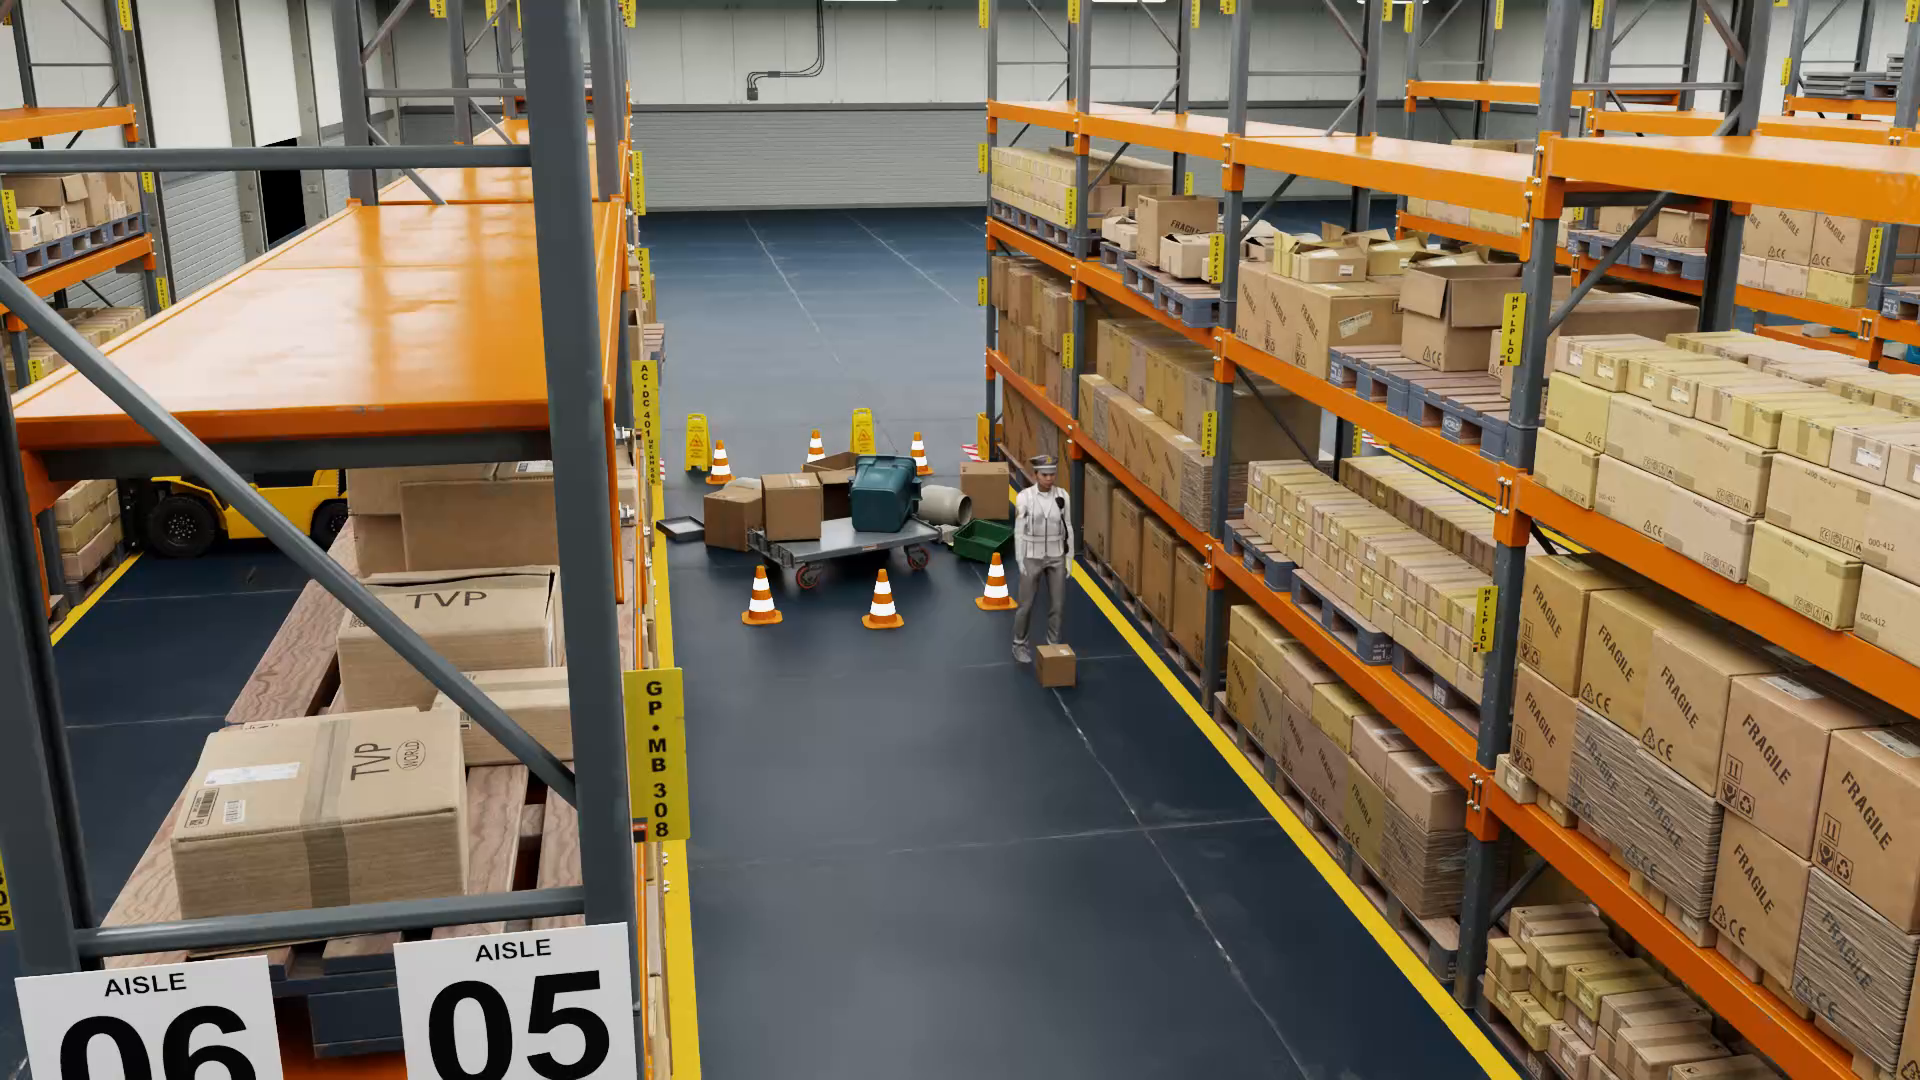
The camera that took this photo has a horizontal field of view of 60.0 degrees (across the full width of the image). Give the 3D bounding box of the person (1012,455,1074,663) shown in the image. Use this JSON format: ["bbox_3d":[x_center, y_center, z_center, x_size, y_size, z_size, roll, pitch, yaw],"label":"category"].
[{"bbox_3d":[0.663,0.169,13.013,0.473,1.728,0.357,-3,17,-10],"label":"person"}]
